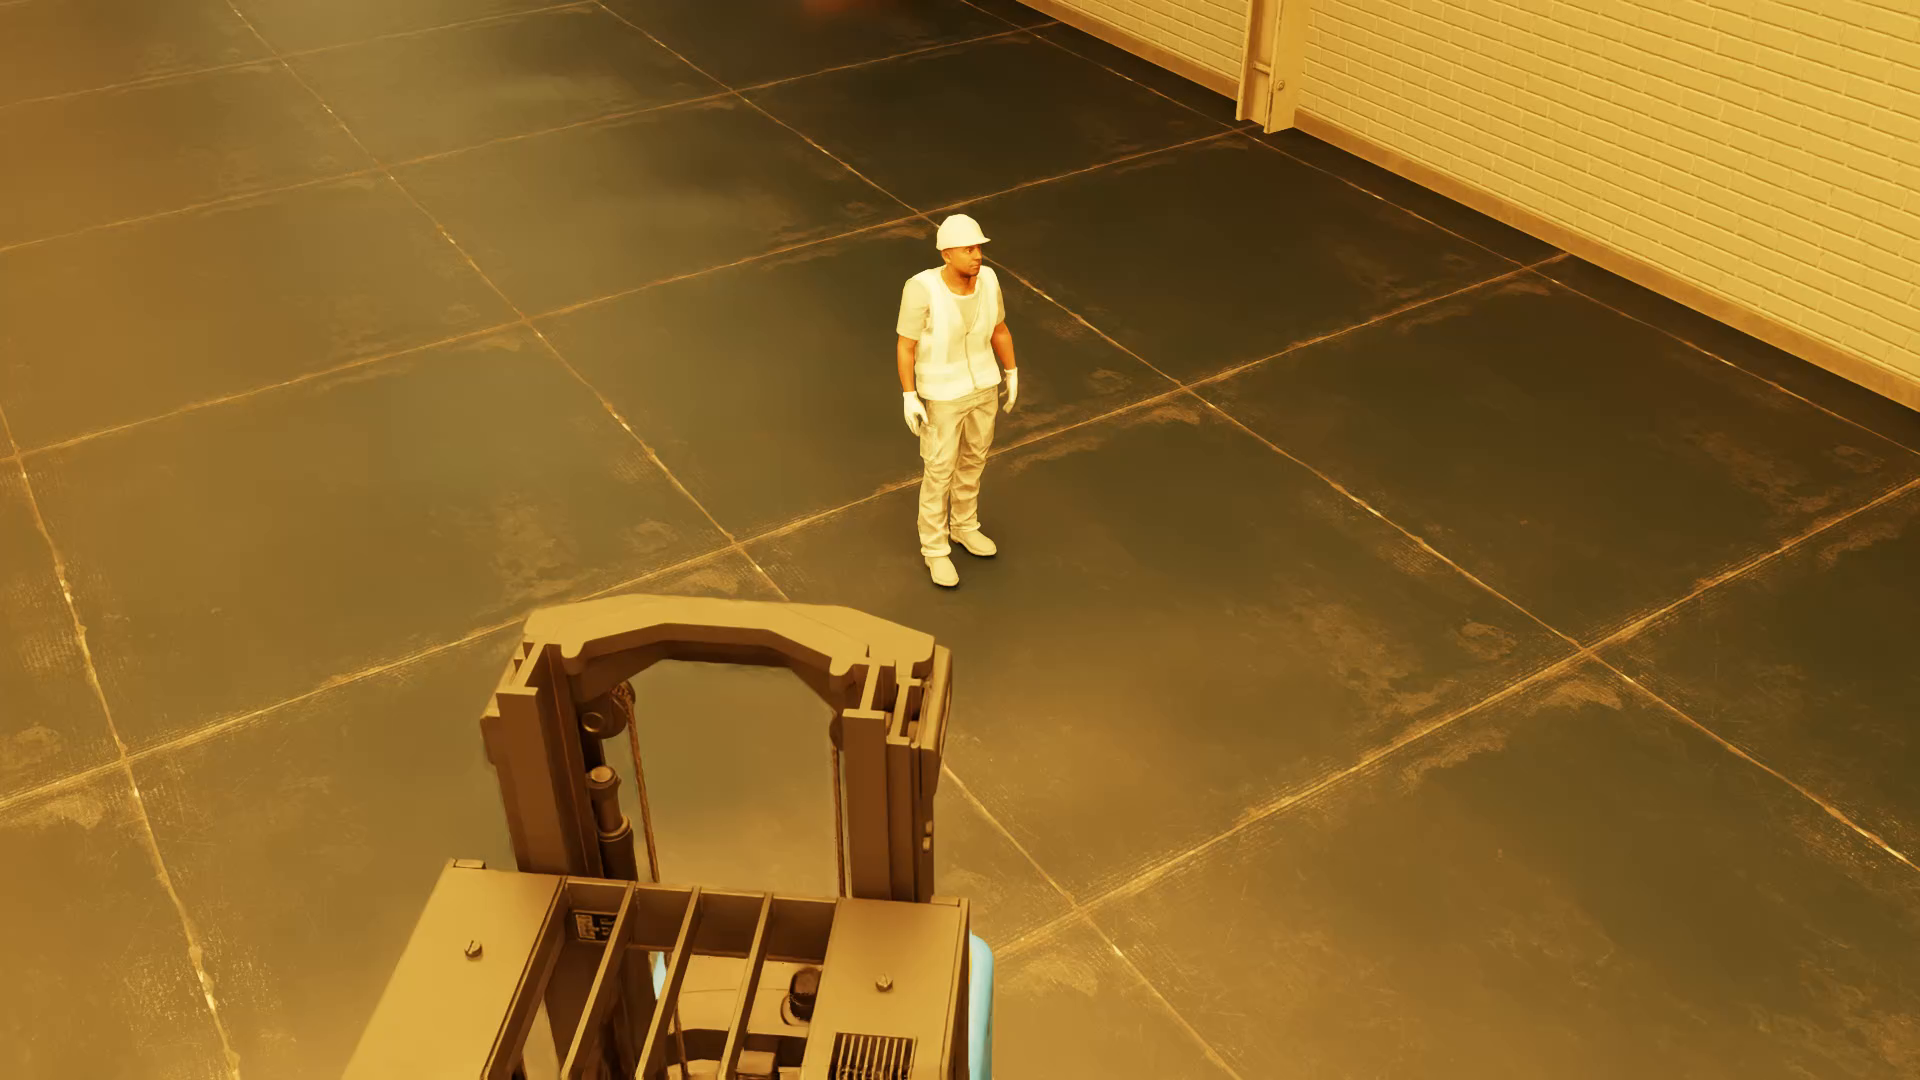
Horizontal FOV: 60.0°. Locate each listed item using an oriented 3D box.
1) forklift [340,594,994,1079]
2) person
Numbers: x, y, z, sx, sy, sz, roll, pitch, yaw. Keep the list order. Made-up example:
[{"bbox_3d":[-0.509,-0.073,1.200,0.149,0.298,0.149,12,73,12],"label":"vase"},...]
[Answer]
[{"bbox_3d":[-0.550,1.703,3.725,1.130,2.935,3.031,3,35,5],"label":"forklift"},{"bbox_3d":[0.032,-0.698,8.127,0.657,1.785,0.575,-21,40,-27],"label":"person"}]
